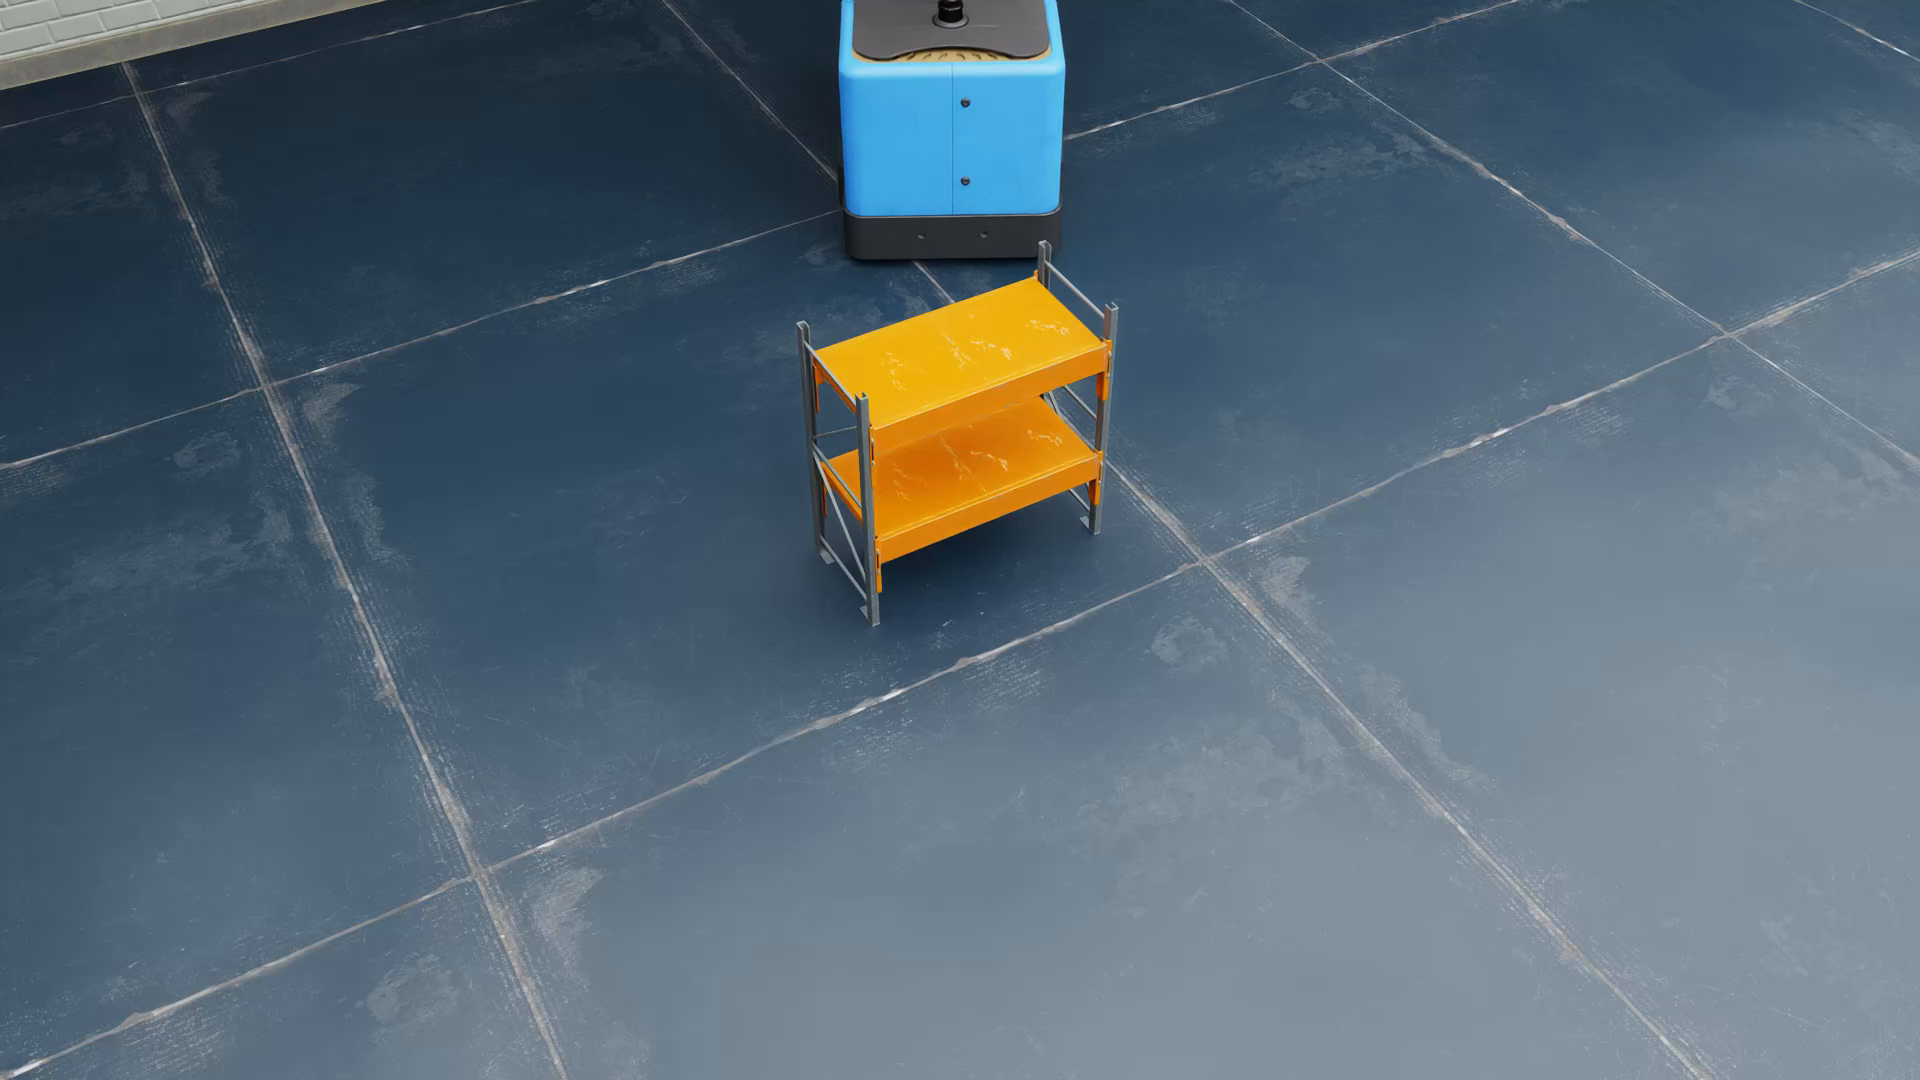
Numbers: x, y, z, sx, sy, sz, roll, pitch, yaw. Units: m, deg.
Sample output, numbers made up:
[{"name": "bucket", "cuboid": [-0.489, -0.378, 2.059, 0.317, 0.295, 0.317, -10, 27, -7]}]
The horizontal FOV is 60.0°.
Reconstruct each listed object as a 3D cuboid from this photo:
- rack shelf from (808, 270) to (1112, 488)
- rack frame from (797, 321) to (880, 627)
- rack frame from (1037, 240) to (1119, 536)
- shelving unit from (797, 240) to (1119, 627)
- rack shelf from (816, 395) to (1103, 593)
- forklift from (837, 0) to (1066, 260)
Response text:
[{"name": "rack shelf", "cuboid": [-0.006, -0.611, 6.152, 1.000, 0.278, 0.538, -22, 48, -21]}, {"name": "rack frame", "cuboid": [-0.447, -0.225, 6.174, 0.032, 1.125, 0.500, -22, 48, -21]}, {"name": "rack frame", "cuboid": [0.435, -0.578, 6.538, 0.032, 1.125, 0.500, -22, 48, -21]}, {"name": "shelving unit", "cuboid": [-0.006, -0.401, 6.356, 1.048, 1.125, 0.538, -22, 48, -21]}, {"name": "rack shelf", "cuboid": [-0.006, -0.226, 6.526, 1.000, 0.278, 0.538, -22, 48, -21]}, {"name": "forklift", "cuboid": [-0.073, -3.417, 8.167, 1.130, 2.935, 3.031, -1, 44, -1]}]
